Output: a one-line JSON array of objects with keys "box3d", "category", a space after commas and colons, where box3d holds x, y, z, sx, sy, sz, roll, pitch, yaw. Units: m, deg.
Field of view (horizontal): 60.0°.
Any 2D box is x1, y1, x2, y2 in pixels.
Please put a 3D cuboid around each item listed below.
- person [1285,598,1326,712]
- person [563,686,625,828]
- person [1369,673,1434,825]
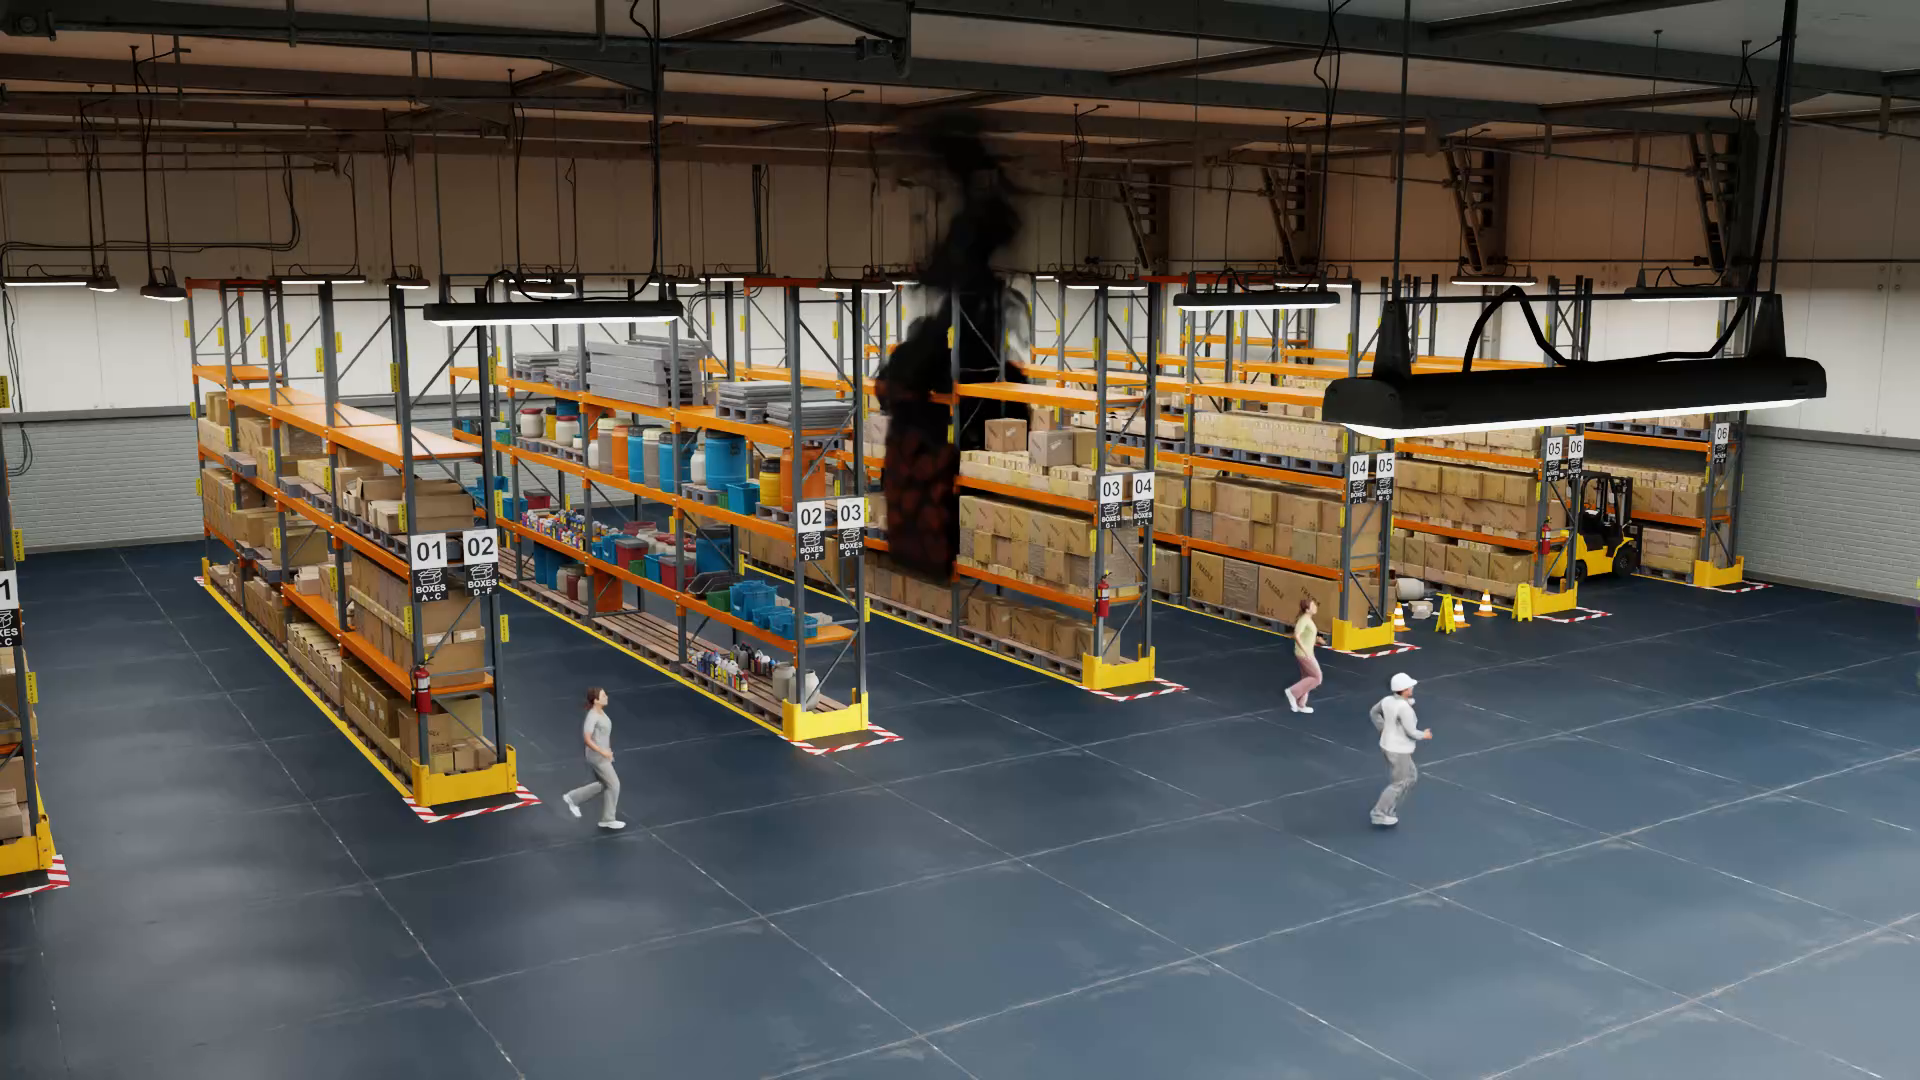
[{"box3d": [4.881, 1.622, 23.486, 0.562, 1.637, 0.569, 1, 10, 7], "category": "person"}, {"box3d": [-4.130, 2.437, 18.662, 0.686, 1.640, 0.593, -1, 10, -6], "category": "person"}, {"box3d": [4.961, 2.365, 18.720, 0.692, 1.793, 0.685, -1, 10, -7], "category": "person"}]
